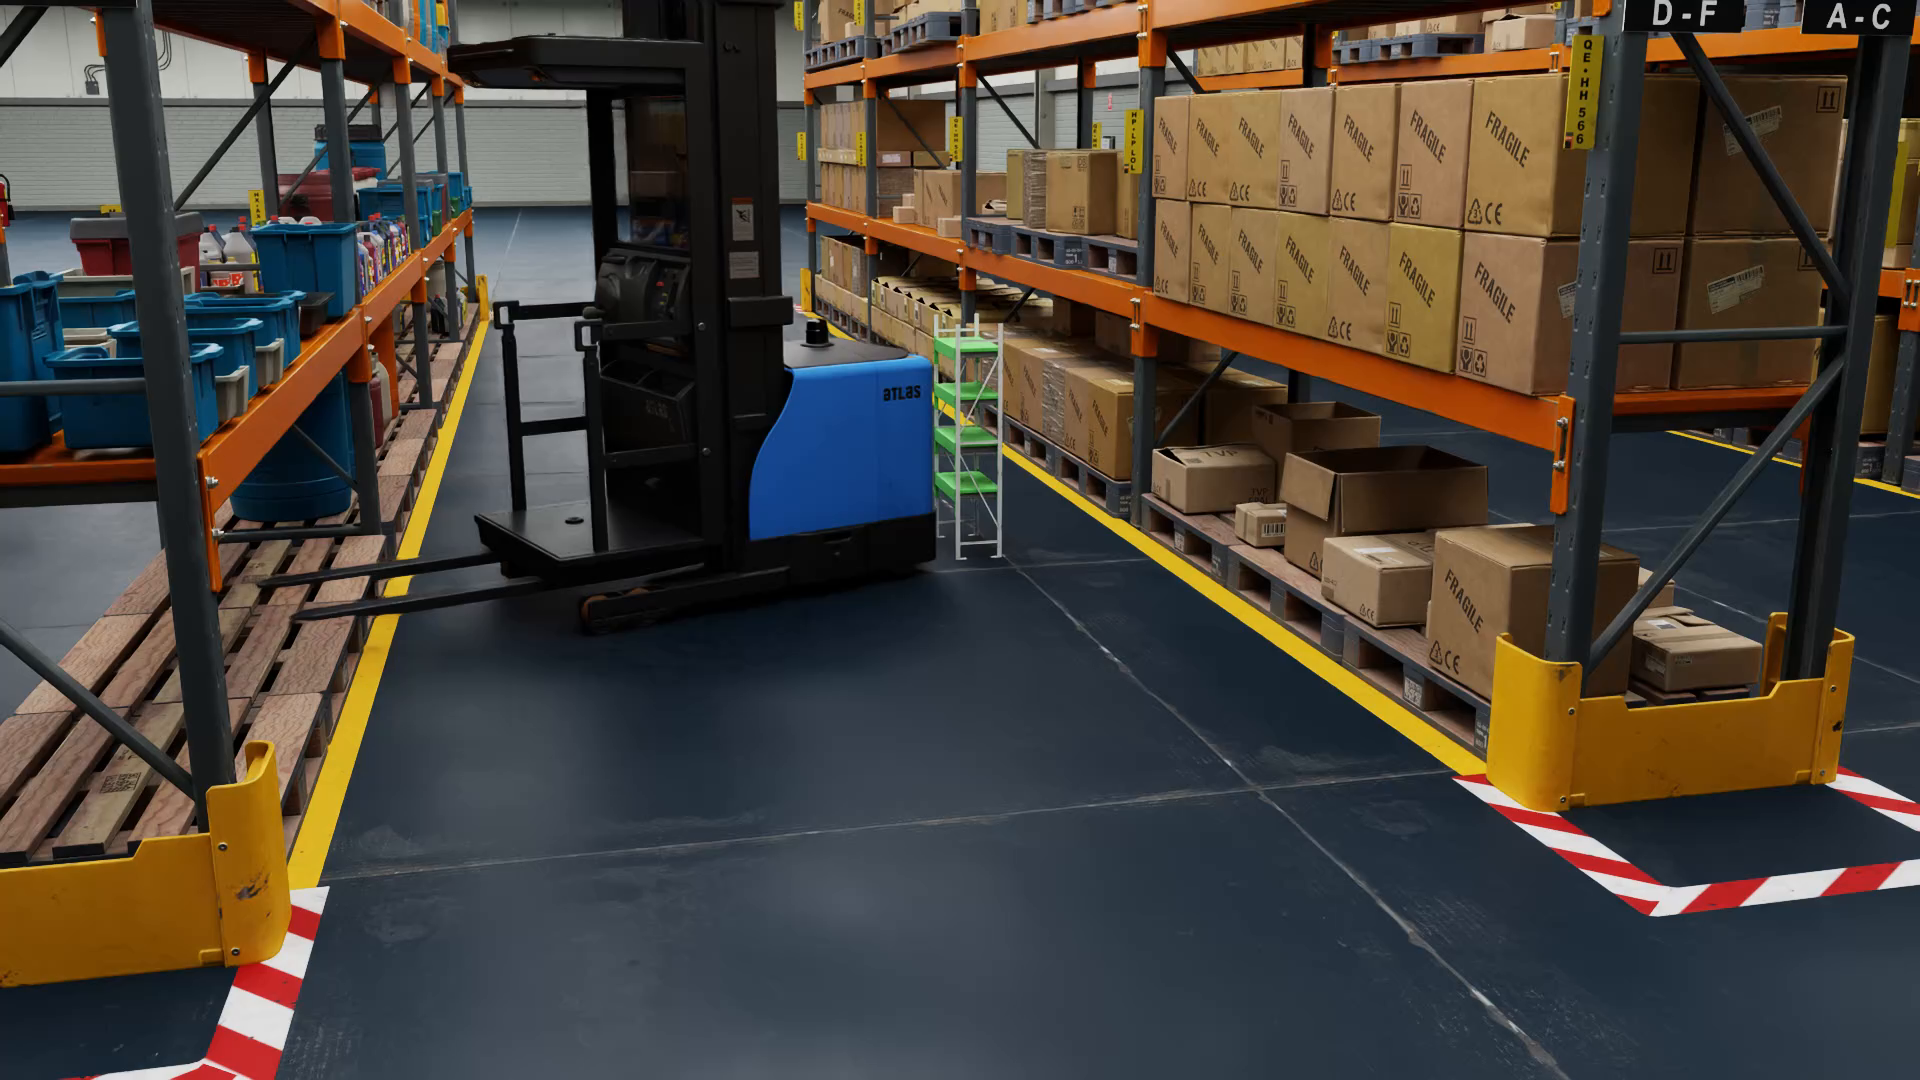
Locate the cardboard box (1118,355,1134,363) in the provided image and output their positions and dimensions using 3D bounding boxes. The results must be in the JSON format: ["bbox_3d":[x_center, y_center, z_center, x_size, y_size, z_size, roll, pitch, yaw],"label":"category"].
[{"bbox_3d":[1.326,-0.919,10.707,0.500,0.500,0.500,-3,14,-13],"label":"cardboard box"}]

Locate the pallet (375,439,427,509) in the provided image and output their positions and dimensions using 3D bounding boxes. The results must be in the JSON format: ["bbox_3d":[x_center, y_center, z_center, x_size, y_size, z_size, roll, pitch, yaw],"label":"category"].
[{"bbox_3d":[-3.798,-0.388,10.072,1.003,0.211,1.213,-3,14,-13],"label":"pallet"}]

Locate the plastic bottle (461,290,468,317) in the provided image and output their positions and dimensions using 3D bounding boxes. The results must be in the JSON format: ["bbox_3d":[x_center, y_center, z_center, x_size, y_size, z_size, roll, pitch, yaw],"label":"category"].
[{"bbox_3d":[-5.283,-2.518,17.710,0.061,0.283,0.133,-3,14,-12],"label":"plastic bottle"}]

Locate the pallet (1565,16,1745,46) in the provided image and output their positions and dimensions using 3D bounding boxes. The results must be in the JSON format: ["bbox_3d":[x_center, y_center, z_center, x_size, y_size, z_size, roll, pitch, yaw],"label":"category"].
[{"bbox_3d":[5.526,-3.976,12.957,1.213,0.211,1.003,-3,14,-11],"label":"pallet"}]

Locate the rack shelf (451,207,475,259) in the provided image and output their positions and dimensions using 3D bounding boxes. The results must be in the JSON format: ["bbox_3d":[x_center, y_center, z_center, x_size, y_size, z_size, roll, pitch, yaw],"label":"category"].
[{"bbox_3d":[-5.716,-3.238,17.377,1.077,0.370,4.000,-3,14,-13],"label":"rack shelf"}]

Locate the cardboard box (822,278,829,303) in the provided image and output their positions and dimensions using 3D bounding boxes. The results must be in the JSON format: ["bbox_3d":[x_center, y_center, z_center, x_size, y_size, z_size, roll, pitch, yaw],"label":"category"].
[{"bbox_3d":[-1.339,-2.941,19.555,0.500,0.250,0.500,-3,14,-13],"label":"cardboard box"}]

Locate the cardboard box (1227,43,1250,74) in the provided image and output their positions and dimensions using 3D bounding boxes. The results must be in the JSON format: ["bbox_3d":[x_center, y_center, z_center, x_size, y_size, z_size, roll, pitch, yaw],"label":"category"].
[{"bbox_3d":[3.497,-5.780,19.693,0.500,0.500,0.500,-3,14,-11],"label":"cardboard box"}]

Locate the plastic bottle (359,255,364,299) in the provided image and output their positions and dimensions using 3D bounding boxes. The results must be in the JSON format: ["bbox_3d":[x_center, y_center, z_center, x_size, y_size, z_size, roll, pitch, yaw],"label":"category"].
[{"bbox_3d":[-3.070,-1.363,8.433,0.061,0.283,0.133,-3,14,-13],"label":"plastic bottle"}]

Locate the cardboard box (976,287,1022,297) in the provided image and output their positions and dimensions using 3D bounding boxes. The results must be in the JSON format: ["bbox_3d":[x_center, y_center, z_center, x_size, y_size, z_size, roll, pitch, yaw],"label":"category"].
[{"bbox_3d":[0.301,-2.114,14.986,0.500,0.311,0.500,-3,14,-14],"label":"cardboard box"}]

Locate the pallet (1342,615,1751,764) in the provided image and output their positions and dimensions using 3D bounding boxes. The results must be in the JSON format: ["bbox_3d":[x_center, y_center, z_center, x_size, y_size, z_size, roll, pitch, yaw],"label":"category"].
[{"bbox_3d":[2.182,0.520,6.354,1.003,0.211,1.213,-3,14,-13],"label":"pallet"}]

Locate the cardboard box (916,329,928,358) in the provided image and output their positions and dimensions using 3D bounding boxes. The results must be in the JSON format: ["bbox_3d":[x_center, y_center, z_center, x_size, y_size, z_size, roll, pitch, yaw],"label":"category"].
[{"bbox_3d":[-0.091,-1.690,14.432,0.500,0.250,0.500,-3,14,-12],"label":"cardboard box"}]

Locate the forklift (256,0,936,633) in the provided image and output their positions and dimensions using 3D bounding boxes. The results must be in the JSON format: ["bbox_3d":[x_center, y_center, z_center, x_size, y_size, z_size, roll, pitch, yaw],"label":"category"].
[{"bbox_3d":[-1.622,-1.158,7.492,3.031,2.935,1.130,-9,17,-33],"label":"forklift"}]

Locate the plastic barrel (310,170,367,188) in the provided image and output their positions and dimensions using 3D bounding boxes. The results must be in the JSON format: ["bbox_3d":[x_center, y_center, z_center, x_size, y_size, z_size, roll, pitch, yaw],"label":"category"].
[{"bbox_3d":[-4.961,-2.690,13.332,0.433,0.535,0.433,0,14,0],"label":"plastic barrel"}]

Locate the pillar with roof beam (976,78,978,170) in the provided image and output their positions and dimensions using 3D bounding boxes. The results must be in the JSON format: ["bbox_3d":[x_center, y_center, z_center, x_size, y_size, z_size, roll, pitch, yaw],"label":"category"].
[{"bbox_3d":[-3.962,-11.315,36.279,9.100,9.000,0.400,-3,14,-13],"label":"pillar with roof beam"}]

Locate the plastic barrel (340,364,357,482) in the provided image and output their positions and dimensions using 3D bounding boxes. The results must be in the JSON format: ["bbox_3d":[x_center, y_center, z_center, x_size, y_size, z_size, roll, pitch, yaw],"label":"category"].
[{"bbox_3d":[-3.645,-0.755,9.235,0.600,0.901,0.708,-3,14,-13],"label":"plastic barrel"}]

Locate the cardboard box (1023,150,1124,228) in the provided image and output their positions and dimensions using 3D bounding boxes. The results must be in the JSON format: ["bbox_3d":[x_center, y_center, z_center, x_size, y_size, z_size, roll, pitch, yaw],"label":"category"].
[{"bbox_3d":[0.796,-2.371,11.215,0.700,0.500,0.500,-1,14,-3],"label":"cardboard box"}]

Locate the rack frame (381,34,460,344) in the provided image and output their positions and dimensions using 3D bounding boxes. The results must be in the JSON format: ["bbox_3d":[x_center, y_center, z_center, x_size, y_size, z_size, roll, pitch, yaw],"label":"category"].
[{"bbox_3d":[-5.246,-3.126,15.403,1.000,3.000,0.127,-3,14,-13],"label":"rack frame"}]

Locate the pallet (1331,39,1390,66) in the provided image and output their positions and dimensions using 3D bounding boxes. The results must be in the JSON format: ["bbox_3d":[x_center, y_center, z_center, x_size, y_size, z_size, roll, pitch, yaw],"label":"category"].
[{"bbox_3d":[4.425,-4.896,16.723,1.213,0.211,1.003,-3,14,-13],"label":"pallet"}]

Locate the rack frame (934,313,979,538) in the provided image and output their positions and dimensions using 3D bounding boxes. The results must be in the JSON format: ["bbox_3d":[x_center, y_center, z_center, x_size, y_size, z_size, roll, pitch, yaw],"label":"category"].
[{"bbox_3d":[-0.018,-0.601,8.859,0.240,1.200,0.015,-3,14,-13],"label":"rack frame"}]

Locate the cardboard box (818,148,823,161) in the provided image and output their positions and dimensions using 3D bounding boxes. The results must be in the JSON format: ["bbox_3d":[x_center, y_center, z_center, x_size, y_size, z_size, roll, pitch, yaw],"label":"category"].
[{"bbox_3d":[-1.487,-4.585,19.798,0.380,0.149,0.250,-3,14,-14],"label":"cardboard box"}]

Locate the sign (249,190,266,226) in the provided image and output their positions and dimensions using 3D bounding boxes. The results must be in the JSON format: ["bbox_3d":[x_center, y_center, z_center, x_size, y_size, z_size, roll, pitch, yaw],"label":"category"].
[{"bbox_3d":[-4.840,-2.251,11.475,0.100,0.325,0.005,-3,14,-13],"label":"sign"}]

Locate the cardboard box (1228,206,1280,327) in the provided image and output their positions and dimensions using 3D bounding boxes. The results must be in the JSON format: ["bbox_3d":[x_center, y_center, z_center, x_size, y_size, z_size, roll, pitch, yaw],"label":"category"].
[{"bbox_3d":[1.542,-1.238,7.465,0.500,0.500,0.500,-3,14,-13],"label":"cardboard box"}]

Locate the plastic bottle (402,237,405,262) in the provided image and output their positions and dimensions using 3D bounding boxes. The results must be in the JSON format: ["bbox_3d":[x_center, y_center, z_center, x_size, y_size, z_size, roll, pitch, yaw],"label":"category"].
[{"bbox_3d":[-3.711,-1.934,10.942,0.097,0.201,0.097,0,14,0],"label":"plastic bottle"}]

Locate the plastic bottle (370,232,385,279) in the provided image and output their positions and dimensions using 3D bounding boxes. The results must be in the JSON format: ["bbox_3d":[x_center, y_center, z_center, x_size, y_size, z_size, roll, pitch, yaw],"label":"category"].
[{"bbox_3d":[-3.378,-1.642,9.597,0.097,0.271,0.097,0,14,0],"label":"plastic bottle"}]

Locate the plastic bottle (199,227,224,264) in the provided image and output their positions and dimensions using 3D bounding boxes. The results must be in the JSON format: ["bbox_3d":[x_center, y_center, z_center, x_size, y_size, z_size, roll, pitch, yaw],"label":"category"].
[{"bbox_3d":[-3.901,-1.451,8.648,0.144,0.351,0.185,-3,14,-13],"label":"plastic bottle"}]

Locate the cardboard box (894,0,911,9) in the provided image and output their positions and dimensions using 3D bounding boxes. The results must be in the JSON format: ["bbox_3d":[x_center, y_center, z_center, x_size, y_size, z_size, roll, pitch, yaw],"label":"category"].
[{"bbox_3d":[-0.324,-5.210,15.461,0.500,0.500,0.500,-3,14,-13],"label":"cardboard box"}]

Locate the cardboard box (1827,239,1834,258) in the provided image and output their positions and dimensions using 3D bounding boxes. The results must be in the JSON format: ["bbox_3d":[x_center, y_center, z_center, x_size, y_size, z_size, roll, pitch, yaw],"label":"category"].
[{"bbox_3d":[5.809,-1.902,10.879,0.380,0.149,0.250,-3,14,-11],"label":"cardboard box"}]

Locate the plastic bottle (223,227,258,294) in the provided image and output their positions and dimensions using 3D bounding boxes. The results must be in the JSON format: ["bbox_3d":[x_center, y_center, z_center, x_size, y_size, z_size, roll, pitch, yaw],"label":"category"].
[{"bbox_3d":[-3.761,-1.459,8.681,0.144,0.351,0.185,-3,14,-13],"label":"plastic bottle"}]

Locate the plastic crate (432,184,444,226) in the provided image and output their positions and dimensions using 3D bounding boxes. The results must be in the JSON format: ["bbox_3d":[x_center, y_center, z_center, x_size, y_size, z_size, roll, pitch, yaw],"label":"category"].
[{"bbox_3d":[-4.685,-2.881,14.434,0.392,0.384,0.575,-3,14,-13],"label":"plastic crate"}]

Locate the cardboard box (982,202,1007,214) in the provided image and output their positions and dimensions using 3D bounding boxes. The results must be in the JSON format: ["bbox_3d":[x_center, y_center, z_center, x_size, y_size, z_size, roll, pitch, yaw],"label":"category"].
[{"bbox_3d":[0.466,-2.522,13.117,0.500,0.311,0.500,-2,14,-10],"label":"cardboard box"}]

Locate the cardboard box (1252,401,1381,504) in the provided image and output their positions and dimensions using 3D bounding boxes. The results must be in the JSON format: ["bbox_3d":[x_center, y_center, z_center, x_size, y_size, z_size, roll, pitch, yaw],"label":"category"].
[{"bbox_3d":[1.858,-0.440,8.747,0.500,0.500,0.500,-3,14,-13],"label":"cardboard box"}]

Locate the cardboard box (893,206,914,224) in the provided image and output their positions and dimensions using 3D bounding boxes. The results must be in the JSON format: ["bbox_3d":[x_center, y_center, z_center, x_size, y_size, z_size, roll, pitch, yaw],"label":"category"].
[{"bbox_3d":[-0.421,-3.064,15.676,0.380,0.149,0.250,-3,14,-13],"label":"cardboard box"}]

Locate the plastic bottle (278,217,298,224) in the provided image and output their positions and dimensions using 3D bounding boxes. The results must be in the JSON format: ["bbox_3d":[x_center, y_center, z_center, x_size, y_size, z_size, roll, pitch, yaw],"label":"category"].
[{"bbox_3d":[-4.519,-2.025,11.159,0.152,0.276,0.135,-3,14,-13],"label":"plastic bottle"}]

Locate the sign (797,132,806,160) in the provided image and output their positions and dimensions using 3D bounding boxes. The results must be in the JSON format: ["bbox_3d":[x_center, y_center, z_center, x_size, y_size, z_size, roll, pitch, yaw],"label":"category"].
[{"bbox_3d":[-1.911,-4.754,20.074,0.100,0.325,0.005,-3,14,-13],"label":"sign"}]

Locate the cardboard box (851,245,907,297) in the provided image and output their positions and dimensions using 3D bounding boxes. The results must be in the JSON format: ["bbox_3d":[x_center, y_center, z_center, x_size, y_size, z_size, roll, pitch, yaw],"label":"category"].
[{"bbox_3d":[-0.858,-2.845,17.580,0.500,0.500,0.500,-3,14,-13],"label":"cardboard box"}]

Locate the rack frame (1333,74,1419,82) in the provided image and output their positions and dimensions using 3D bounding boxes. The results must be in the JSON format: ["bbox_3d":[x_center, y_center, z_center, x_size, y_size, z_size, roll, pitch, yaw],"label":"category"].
[{"bbox_3d":[4.384,-3.679,17.663,1.000,3.000,0.127,-3,14,-13],"label":"rack frame"}]

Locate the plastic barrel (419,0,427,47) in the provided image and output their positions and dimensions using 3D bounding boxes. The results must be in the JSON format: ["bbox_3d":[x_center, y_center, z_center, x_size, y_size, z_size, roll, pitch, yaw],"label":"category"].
[{"bbox_3d":[-4.608,-4.420,13.322,0.600,0.901,0.708,-3,14,-13],"label":"plastic barrel"}]

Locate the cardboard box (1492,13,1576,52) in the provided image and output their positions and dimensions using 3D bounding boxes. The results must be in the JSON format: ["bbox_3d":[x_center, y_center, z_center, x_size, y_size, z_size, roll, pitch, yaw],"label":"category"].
[{"bbox_3d":[4.892,-4.330,14.157,0.500,0.311,0.500,-3,14,-13],"label":"cardboard box"}]

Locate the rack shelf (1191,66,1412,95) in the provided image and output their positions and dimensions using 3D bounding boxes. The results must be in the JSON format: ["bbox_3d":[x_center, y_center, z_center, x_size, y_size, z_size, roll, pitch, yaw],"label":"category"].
[{"bbox_3d":[3.914,-5.248,19.281,1.077,0.370,4.000,-3,14,-13],"label":"rack shelf"}]

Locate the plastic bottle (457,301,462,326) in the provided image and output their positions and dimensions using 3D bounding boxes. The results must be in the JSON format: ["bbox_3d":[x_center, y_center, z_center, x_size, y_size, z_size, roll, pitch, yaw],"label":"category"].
[{"bbox_3d":[-5.032,-2.263,16.522,0.144,0.351,0.185,-3,14,-12],"label":"plastic bottle"}]

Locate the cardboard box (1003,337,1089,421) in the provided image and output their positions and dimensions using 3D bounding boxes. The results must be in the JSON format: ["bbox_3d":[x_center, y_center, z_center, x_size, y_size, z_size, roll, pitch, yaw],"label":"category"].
[{"bbox_3d":[0.580,-1.121,11.534,0.500,0.500,0.500,-3,14,-14],"label":"cardboard box"}]

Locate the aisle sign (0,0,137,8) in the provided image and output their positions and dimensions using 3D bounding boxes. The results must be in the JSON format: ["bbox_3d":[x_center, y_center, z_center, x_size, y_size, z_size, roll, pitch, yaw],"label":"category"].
[{"bbox_3d":[-2.122,-1.621,3.763,0.394,0.787,0.004,-3,14,-13],"label":"aisle sign"}]

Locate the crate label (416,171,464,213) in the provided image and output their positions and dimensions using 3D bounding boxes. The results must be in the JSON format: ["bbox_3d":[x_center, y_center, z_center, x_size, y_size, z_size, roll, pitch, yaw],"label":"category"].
[{"bbox_3d":[-5.490,-3.657,17.500,0.502,0.435,0.616,-3,14,-13],"label":"crate label"}]

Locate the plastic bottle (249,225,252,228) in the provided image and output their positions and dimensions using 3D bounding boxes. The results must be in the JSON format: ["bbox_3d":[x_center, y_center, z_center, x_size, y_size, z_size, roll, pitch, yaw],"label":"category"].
[{"bbox_3d":[-4.292,-1.760,10.056,0.061,0.283,0.133,-3,14,-13],"label":"plastic bottle"}]

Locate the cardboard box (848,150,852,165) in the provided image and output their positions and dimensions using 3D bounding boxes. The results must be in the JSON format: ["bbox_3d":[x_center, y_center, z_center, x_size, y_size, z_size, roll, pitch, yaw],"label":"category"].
[{"bbox_3d":[-0.999,-4.109,17.848,0.380,0.149,0.250,-3,14,-12],"label":"cardboard box"}]

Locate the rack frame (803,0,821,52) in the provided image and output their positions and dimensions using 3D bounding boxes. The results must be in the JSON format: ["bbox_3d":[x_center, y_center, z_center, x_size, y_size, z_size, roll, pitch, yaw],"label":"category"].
[{"bbox_3d":[-1.370,-7.239,19.595,1.000,3.000,0.127,-3,14,-13],"label":"rack frame"}]

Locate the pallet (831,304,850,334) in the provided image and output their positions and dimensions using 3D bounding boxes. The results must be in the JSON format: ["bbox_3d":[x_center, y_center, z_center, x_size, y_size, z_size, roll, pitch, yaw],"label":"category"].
[{"bbox_3d":[-0.866,-2.515,18.775,1.003,0.211,1.213,-3,14,-13],"label":"pallet"}]

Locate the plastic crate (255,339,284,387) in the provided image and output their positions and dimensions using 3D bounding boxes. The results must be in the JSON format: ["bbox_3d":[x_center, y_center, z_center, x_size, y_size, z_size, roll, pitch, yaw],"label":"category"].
[{"bbox_3d":[-2.320,-0.569,5.367,0.250,0.136,0.298,-3,14,-13],"label":"plastic crate"}]

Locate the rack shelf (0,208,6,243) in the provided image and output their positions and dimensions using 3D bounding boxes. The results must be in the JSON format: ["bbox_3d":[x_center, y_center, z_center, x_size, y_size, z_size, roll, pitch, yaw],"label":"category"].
[{"bbox_3d":[-10.530,-2.962,16.247,1.077,0.370,4.000,-3,14,-13],"label":"rack shelf"}]

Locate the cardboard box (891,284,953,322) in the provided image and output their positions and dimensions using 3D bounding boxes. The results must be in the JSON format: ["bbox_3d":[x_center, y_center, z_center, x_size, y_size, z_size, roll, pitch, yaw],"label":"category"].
[{"bbox_3d":[-0.340,-2.198,15.330,0.500,0.311,0.500,-4,14,-15],"label":"cardboard box"}]

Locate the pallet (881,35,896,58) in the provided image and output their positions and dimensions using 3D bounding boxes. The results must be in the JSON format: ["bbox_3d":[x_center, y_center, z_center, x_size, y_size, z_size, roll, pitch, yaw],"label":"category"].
[{"bbox_3d":[-0.211,-4.563,15.367,0.805,0.209,1.217,-4,14,-15],"label":"pallet"}]

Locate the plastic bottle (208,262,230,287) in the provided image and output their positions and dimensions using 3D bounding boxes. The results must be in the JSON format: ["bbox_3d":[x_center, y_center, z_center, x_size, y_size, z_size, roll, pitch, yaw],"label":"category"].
[{"bbox_3d":[-3.657,-1.268,8.217,0.097,0.201,0.097,0,14,0],"label":"plastic bottle"}]

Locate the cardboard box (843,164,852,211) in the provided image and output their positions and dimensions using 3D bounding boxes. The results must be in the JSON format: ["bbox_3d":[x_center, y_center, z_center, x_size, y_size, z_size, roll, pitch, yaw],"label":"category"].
[{"bbox_3d":[-0.906,-3.907,18.390,0.700,0.500,0.500,-3,14,-11],"label":"cardboard box"}]

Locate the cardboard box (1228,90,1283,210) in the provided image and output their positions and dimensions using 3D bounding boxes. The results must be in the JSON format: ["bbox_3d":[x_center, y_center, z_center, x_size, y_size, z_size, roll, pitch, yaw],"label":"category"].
[{"bbox_3d":[1.528,-1.728,7.363,0.500,0.500,0.500,-4,14,-15],"label":"cardboard box"}]

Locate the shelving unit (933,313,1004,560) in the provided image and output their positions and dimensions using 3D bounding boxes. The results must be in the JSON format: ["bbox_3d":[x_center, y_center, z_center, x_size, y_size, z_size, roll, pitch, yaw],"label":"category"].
[{"bbox_3d":[0.039,-0.545,8.628,0.258,1.200,0.503,-3,14,-13],"label":"shelving unit"}]
